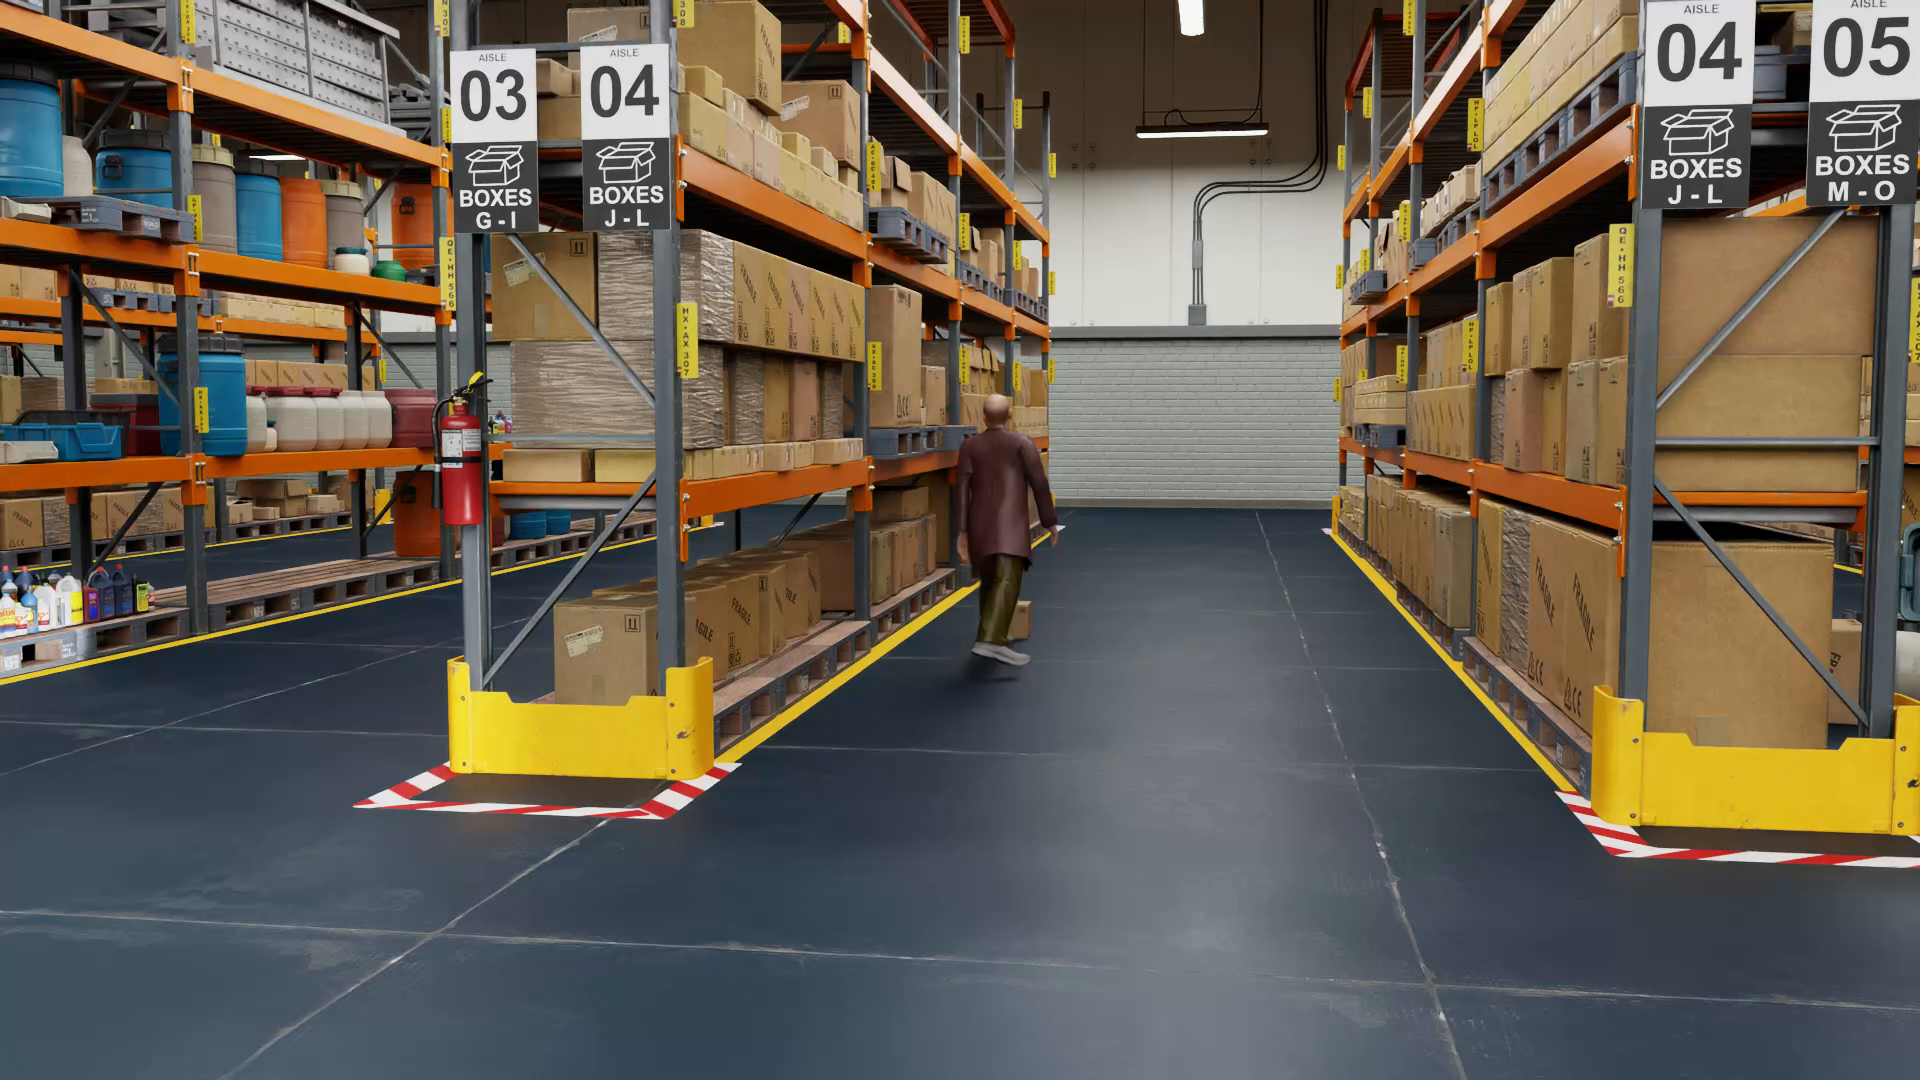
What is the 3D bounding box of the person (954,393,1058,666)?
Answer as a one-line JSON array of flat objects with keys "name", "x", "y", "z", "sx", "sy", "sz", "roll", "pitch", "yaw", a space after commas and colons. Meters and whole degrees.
[{"name": "person", "x": 0.290, "y": 0.027, "z": 10.665, "sx": 0.702, "sy": 1.537, "sz": 1.087, "roll": 3, "pitch": 5, "yaw": 31}]
